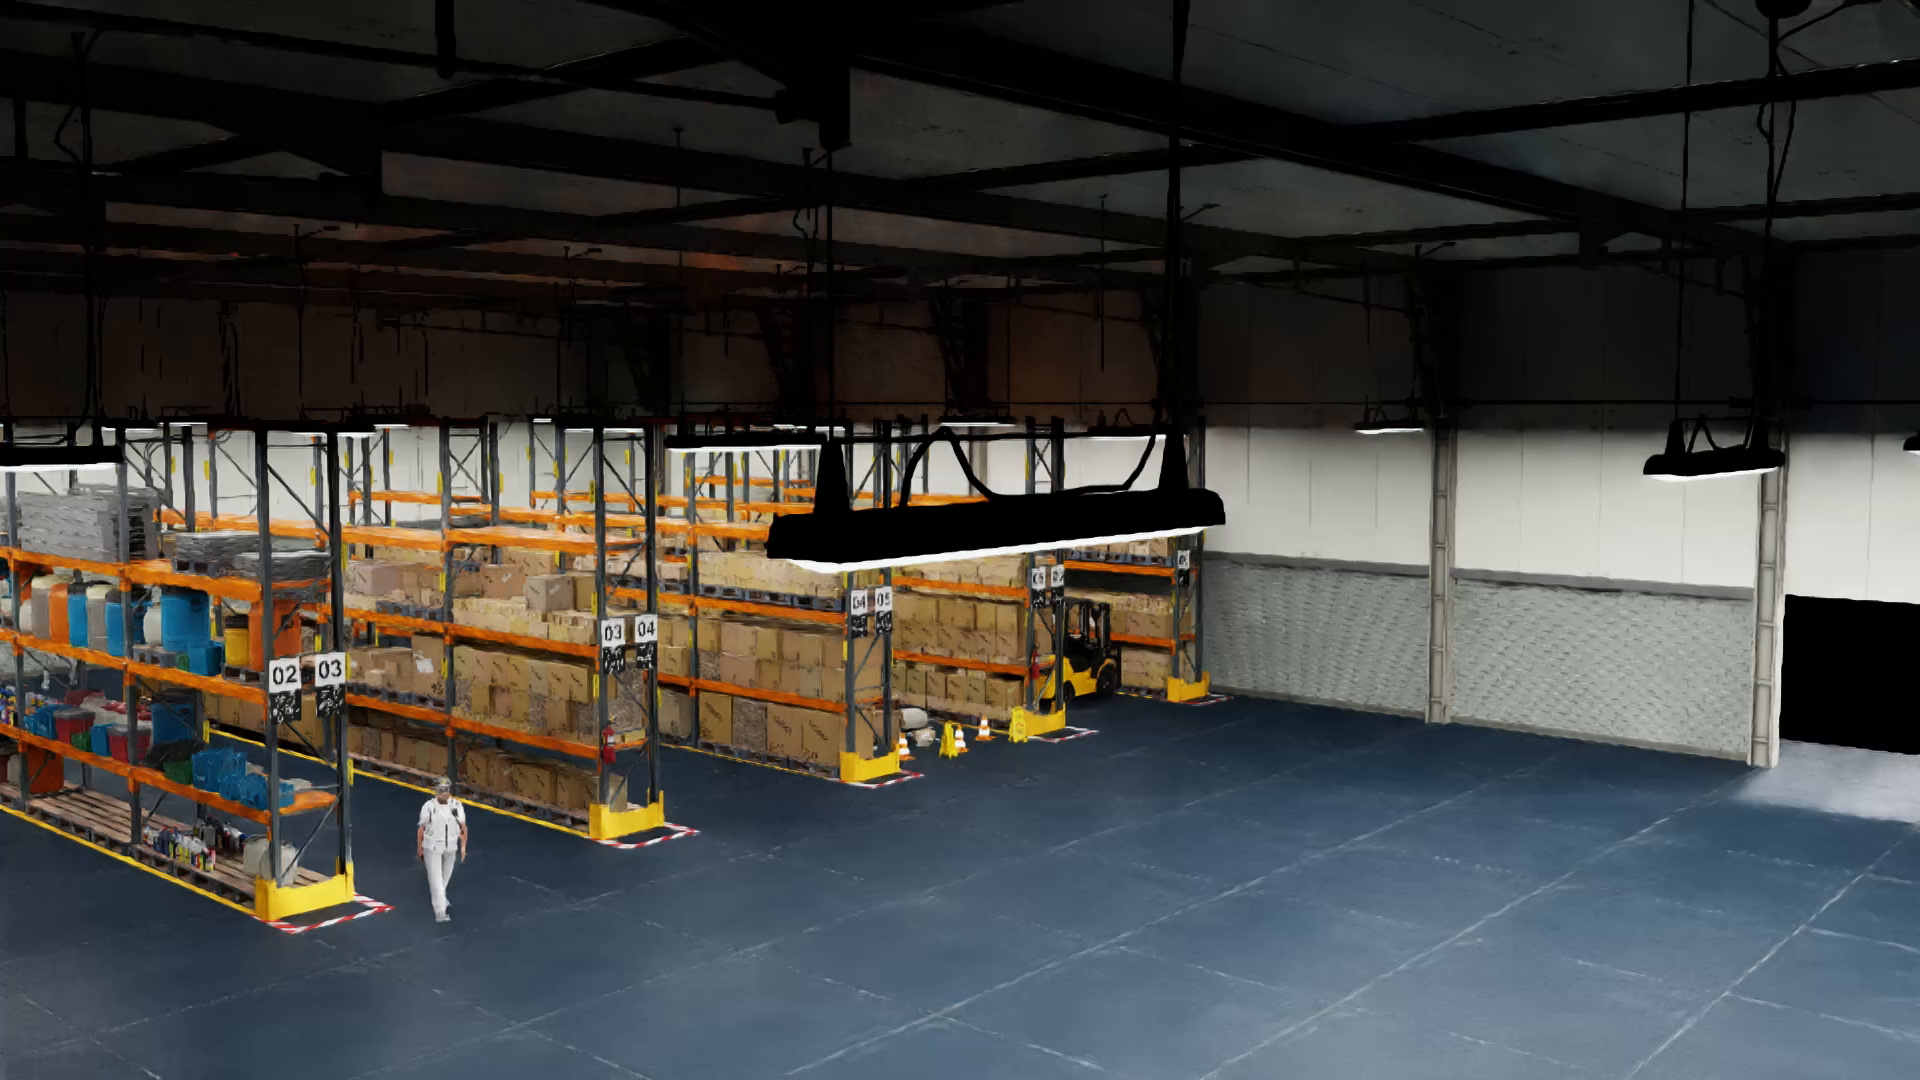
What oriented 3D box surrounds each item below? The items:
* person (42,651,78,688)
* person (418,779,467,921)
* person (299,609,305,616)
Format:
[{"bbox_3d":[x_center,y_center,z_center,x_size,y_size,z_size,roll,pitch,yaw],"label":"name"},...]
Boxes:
[{"bbox_3d":[-19.987,2.460,36.847,0.735,1.623,0.620,2,5,20],"label":"person"},{"bbox_3d":[-6.359,3.761,20.476,0.534,1.701,1.041,-4,6,-39],"label":"person"},{"bbox_3d":[-16.318,2.098,40.662,0.596,1.734,0.987,-3,5,-29],"label":"person"}]
